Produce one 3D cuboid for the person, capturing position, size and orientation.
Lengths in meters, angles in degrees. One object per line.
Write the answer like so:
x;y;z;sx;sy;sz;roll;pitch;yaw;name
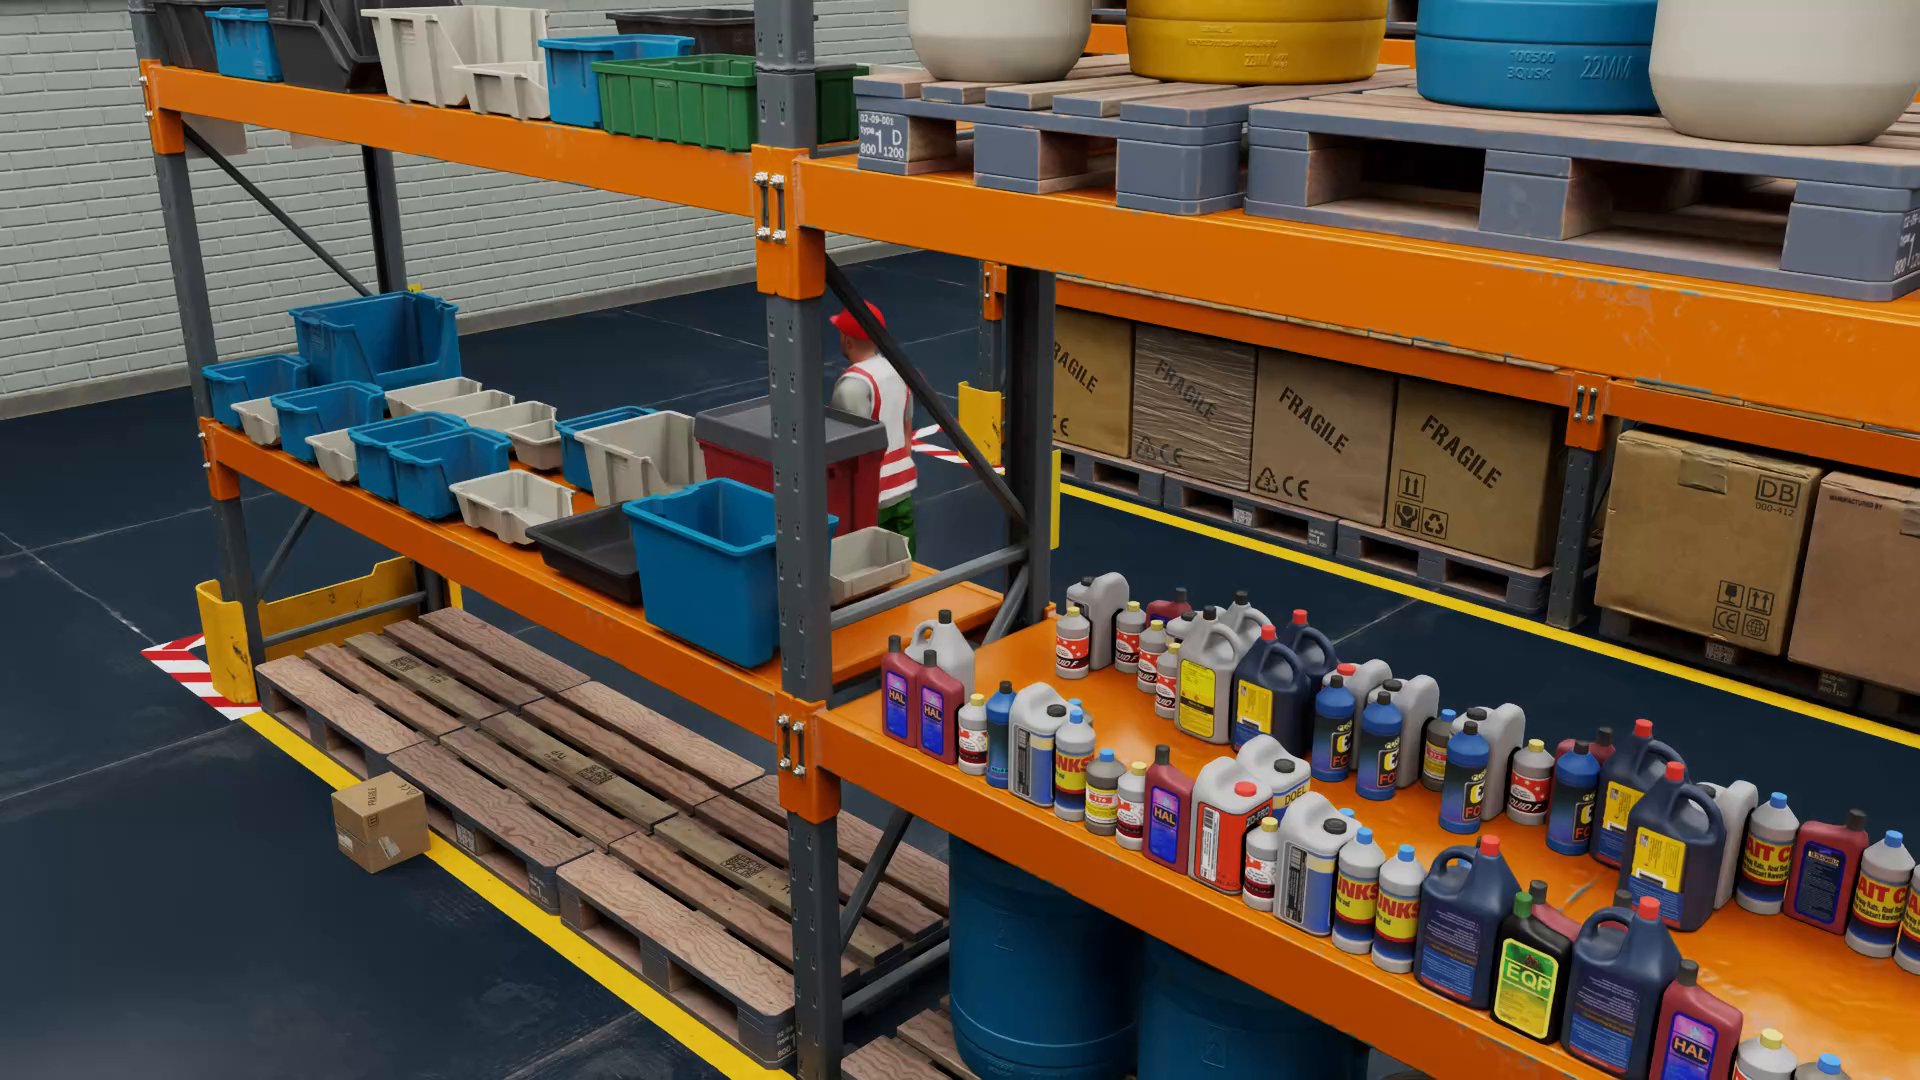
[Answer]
-0.377;-0.187;7.518;0.534;1.784;0.579;14;25;33;person
